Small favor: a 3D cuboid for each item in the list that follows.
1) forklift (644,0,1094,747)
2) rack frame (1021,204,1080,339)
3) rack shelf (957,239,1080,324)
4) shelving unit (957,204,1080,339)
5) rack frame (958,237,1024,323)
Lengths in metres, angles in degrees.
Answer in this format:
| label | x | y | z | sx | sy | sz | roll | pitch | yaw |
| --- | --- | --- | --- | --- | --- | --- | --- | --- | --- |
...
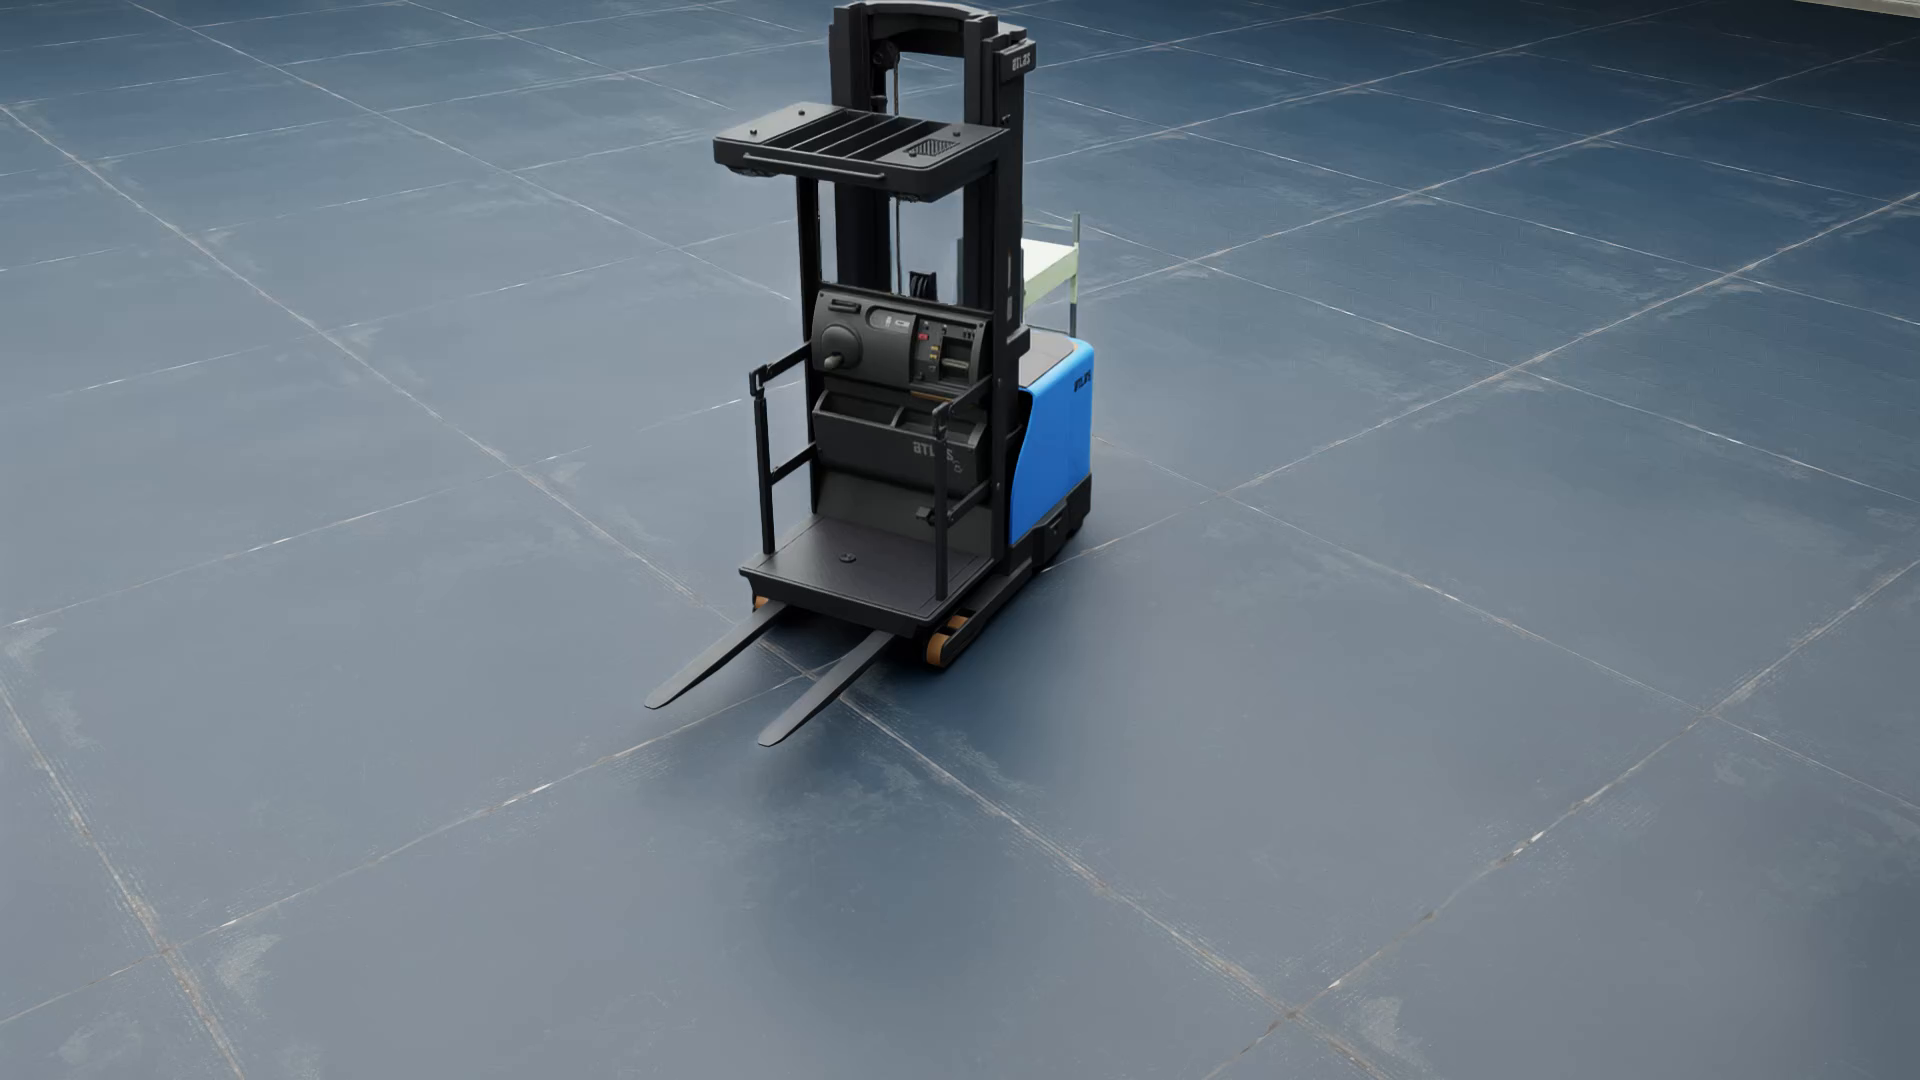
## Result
| label | x | y | z | sx | sy | sz | roll | pitch | yaw |
| --- | --- | --- | --- | --- | --- | --- | --- | --- | --- |
| forklift | -0.400 | -0.914 | 7.851 | 1.130 | 2.935 | 3.031 | 14 | 31 | 25 |
| rack frame | 0.513 | -1.270 | 10.036 | 0.400 | 1.500 | 0.023 | 14 | 31 | 25 |
| rack shelf | 0.340 | -1.462 | 9.567 | 0.431 | 0.370 | 0.720 | 14 | 31 | 25 |
| shelving unit | 0.340 | -1.118 | 9.751 | 0.431 | 1.500 | 0.755 | 14 | 31 | 25 |
| rack frame | 0.168 | -0.966 | 9.466 | 0.400 | 1.500 | 0.023 | 14 | 31 | 25 |
